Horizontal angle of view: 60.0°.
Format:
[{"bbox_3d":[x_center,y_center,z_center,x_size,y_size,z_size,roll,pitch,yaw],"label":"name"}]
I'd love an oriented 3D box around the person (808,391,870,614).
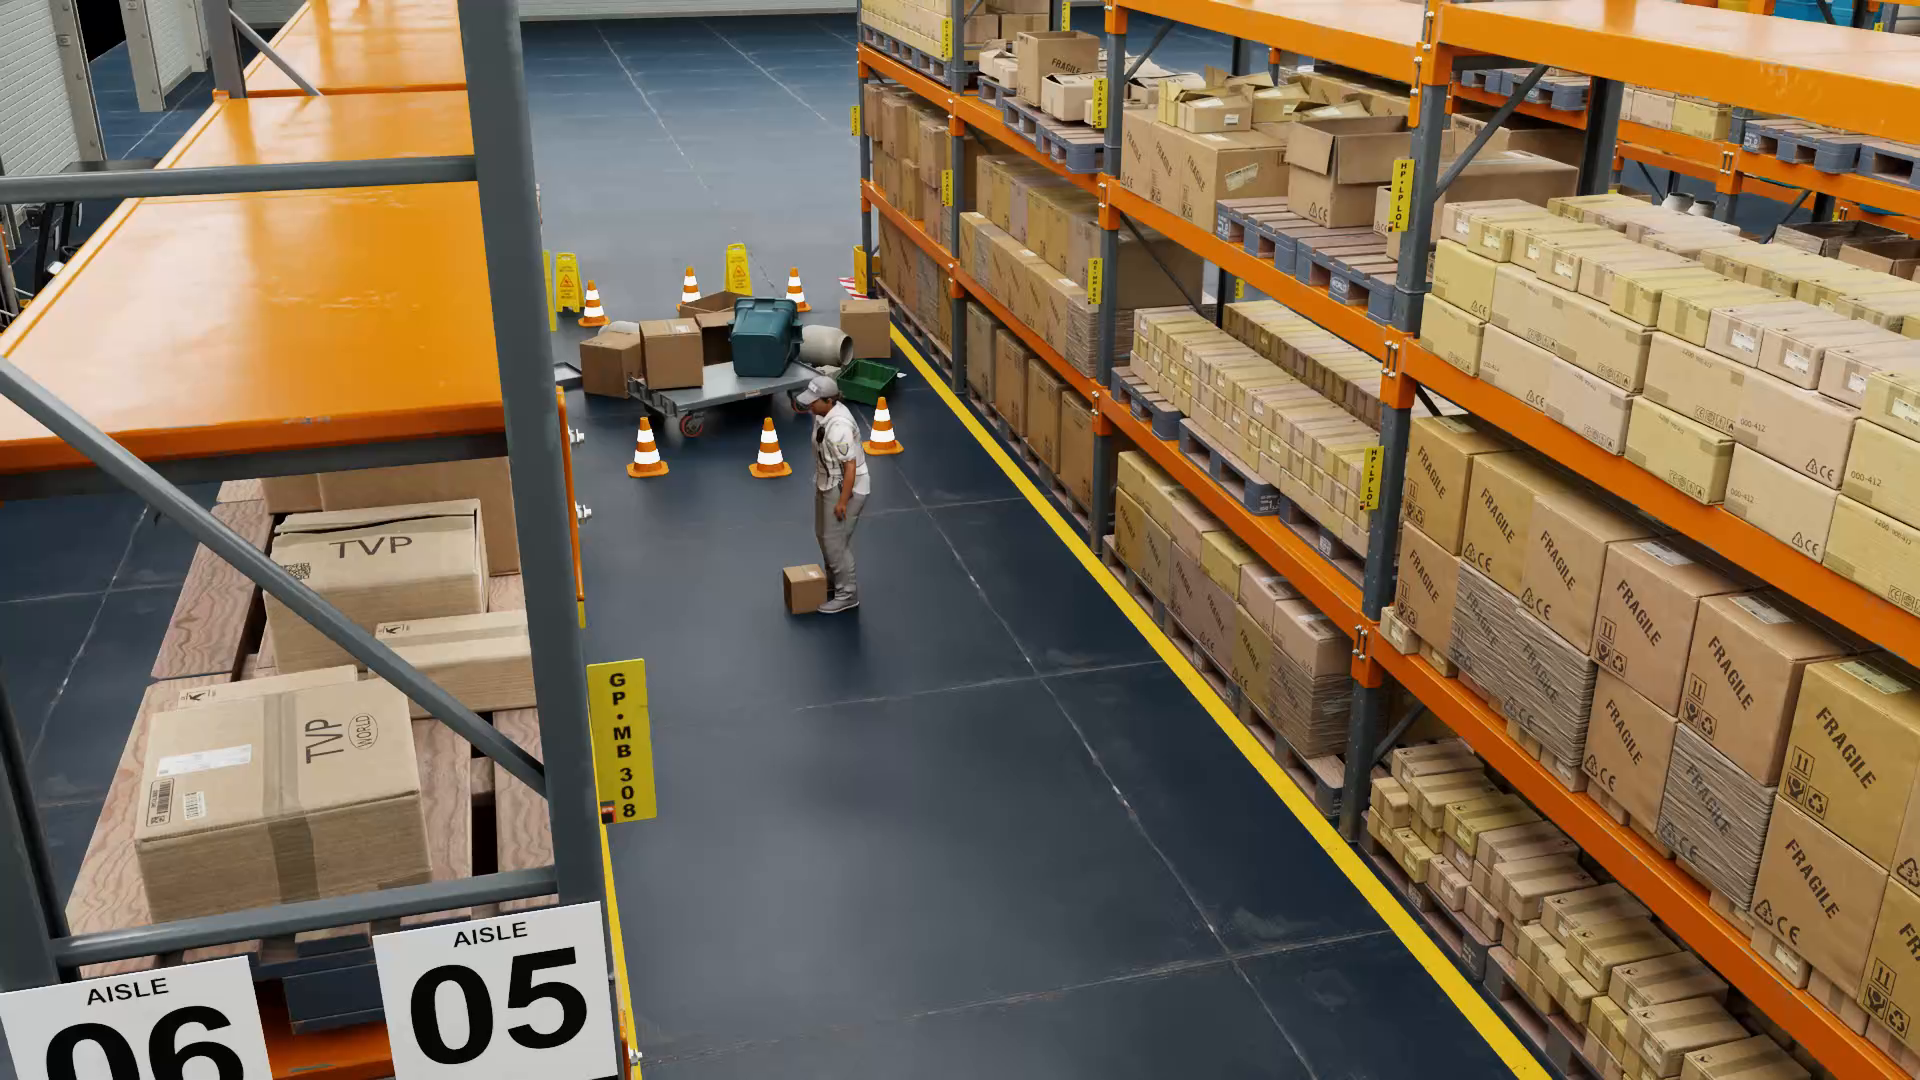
[{"bbox_3d":[1.376,-10.835,30.483,18.870,6.001,40.049,-8,24,-18],"label":"person"}]
